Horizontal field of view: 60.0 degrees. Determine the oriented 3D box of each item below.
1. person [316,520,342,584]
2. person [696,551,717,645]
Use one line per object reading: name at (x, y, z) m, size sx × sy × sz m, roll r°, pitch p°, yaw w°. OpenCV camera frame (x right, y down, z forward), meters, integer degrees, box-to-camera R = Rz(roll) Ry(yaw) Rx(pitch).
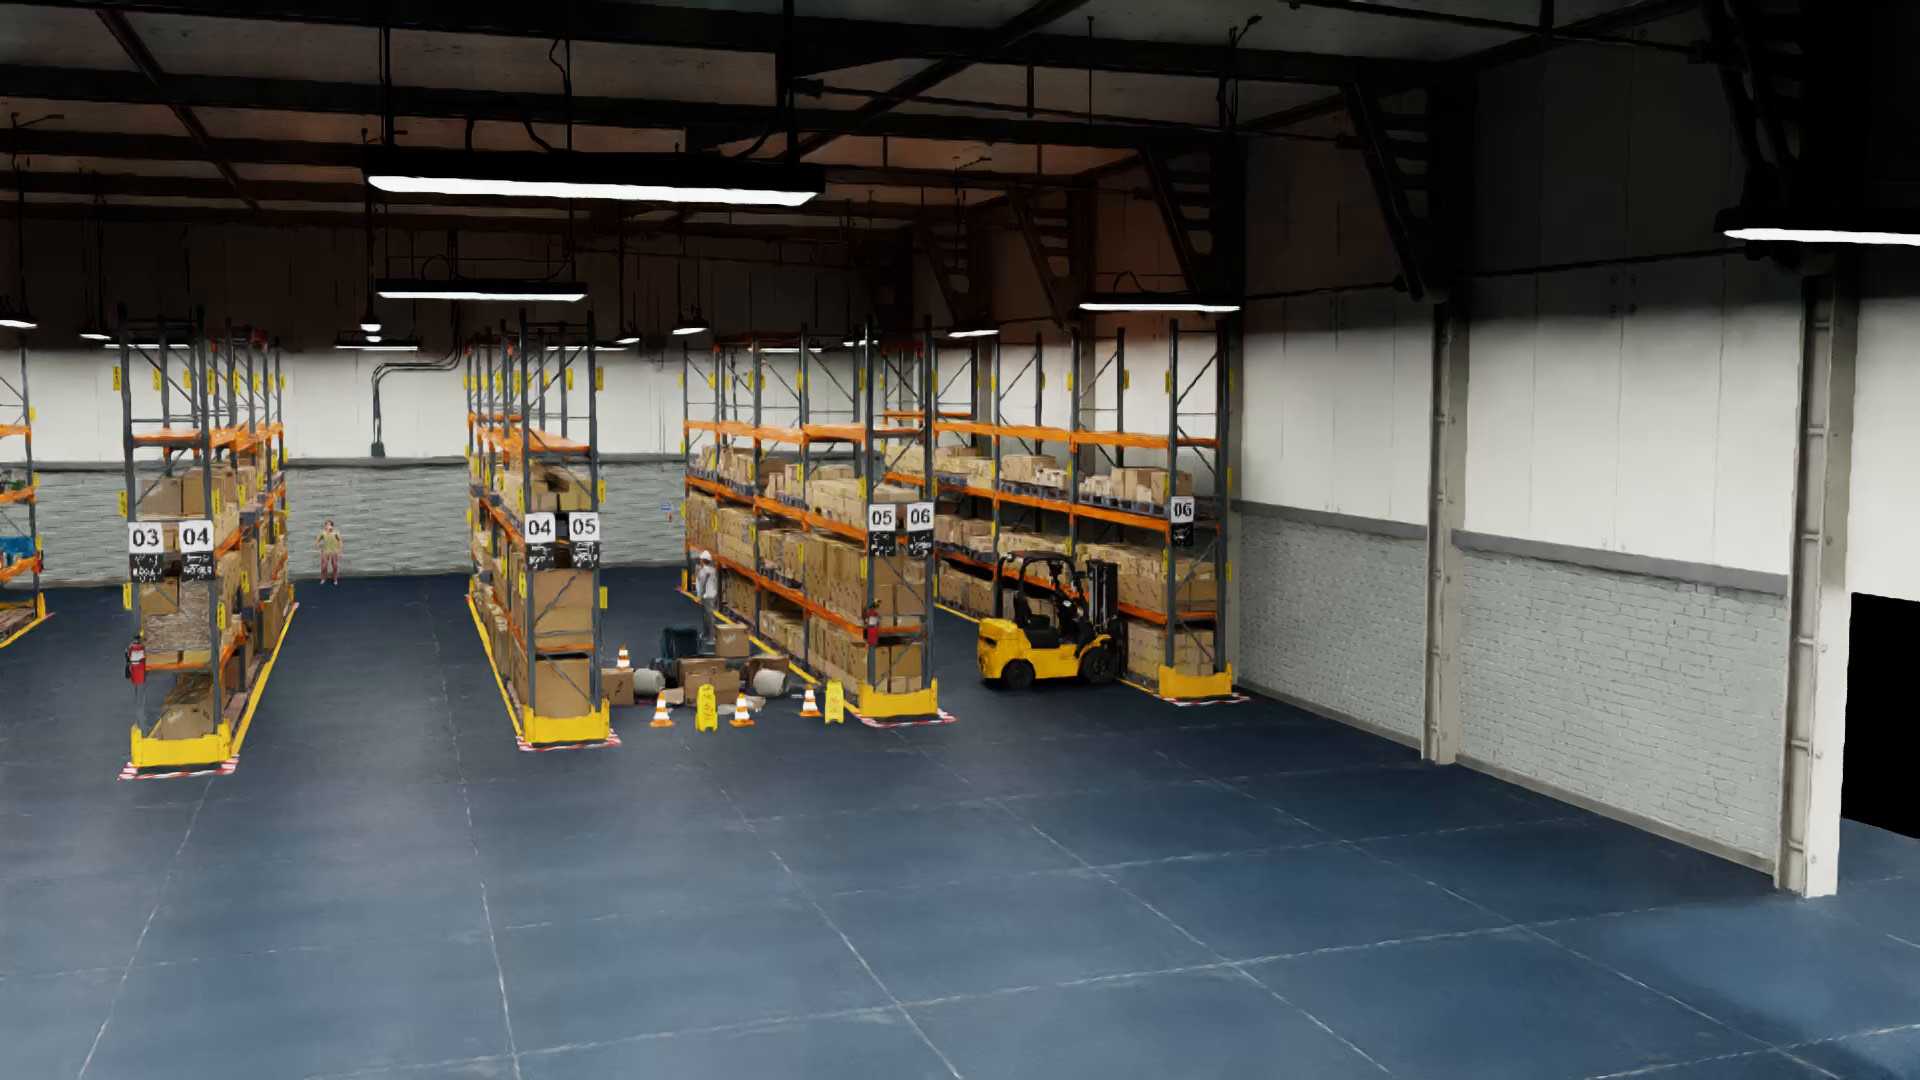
person at (-15.609, 0.298, 41.188) m, size 0.598 × 1.619 × 0.507 m, roll -2°, pitch 6°, yaw -21°
person at (-4.879, 1.092, 31.814) m, size 0.581 × 1.768 × 0.641 m, roll 0°, pitch 5°, yaw 5°
